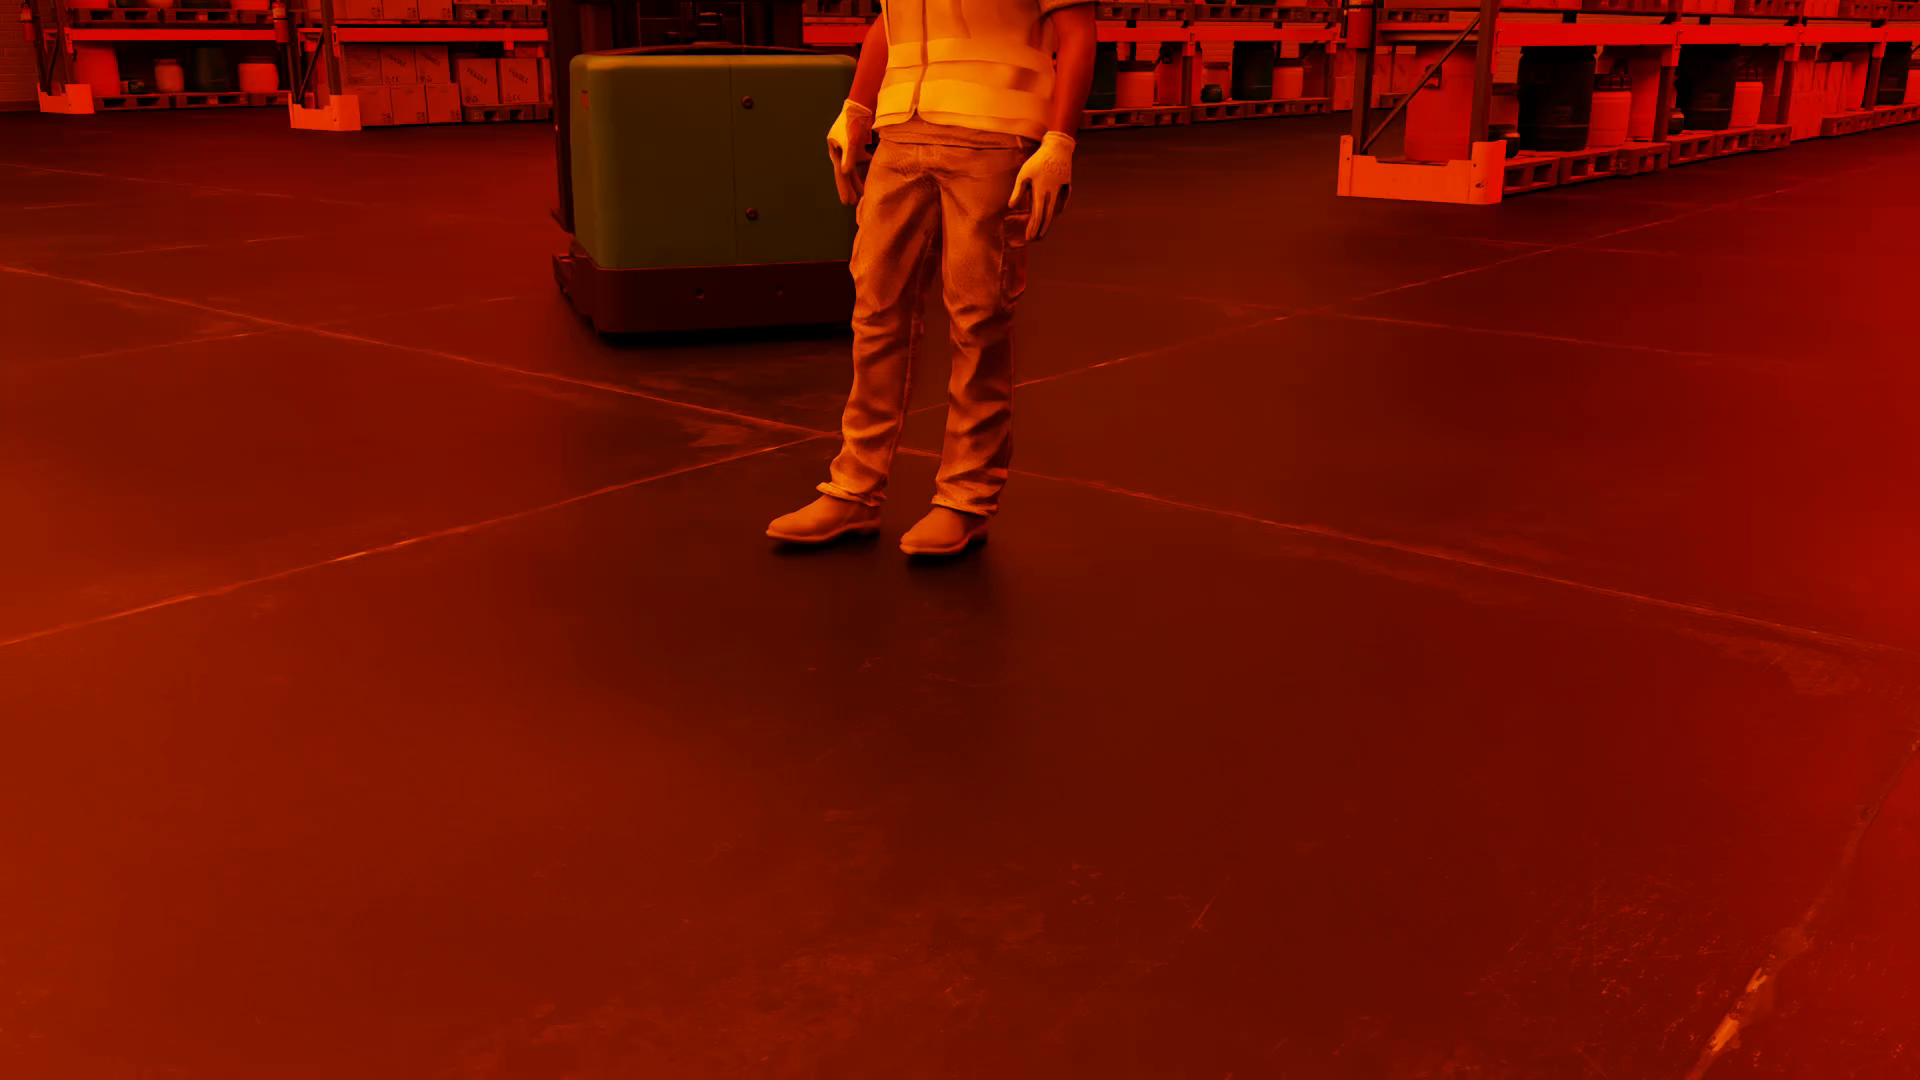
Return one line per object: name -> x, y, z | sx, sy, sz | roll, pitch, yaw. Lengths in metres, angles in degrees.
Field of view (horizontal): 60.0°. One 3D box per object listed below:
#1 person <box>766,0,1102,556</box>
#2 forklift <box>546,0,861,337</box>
person -> -0.053, -0.843, 3.633 | 0.657, 1.779, 0.575 | 13, 21, 37
forklift -> -1.298, -2.569, 7.357 | 1.130, 2.935, 3.031 | -5, 18, -17
